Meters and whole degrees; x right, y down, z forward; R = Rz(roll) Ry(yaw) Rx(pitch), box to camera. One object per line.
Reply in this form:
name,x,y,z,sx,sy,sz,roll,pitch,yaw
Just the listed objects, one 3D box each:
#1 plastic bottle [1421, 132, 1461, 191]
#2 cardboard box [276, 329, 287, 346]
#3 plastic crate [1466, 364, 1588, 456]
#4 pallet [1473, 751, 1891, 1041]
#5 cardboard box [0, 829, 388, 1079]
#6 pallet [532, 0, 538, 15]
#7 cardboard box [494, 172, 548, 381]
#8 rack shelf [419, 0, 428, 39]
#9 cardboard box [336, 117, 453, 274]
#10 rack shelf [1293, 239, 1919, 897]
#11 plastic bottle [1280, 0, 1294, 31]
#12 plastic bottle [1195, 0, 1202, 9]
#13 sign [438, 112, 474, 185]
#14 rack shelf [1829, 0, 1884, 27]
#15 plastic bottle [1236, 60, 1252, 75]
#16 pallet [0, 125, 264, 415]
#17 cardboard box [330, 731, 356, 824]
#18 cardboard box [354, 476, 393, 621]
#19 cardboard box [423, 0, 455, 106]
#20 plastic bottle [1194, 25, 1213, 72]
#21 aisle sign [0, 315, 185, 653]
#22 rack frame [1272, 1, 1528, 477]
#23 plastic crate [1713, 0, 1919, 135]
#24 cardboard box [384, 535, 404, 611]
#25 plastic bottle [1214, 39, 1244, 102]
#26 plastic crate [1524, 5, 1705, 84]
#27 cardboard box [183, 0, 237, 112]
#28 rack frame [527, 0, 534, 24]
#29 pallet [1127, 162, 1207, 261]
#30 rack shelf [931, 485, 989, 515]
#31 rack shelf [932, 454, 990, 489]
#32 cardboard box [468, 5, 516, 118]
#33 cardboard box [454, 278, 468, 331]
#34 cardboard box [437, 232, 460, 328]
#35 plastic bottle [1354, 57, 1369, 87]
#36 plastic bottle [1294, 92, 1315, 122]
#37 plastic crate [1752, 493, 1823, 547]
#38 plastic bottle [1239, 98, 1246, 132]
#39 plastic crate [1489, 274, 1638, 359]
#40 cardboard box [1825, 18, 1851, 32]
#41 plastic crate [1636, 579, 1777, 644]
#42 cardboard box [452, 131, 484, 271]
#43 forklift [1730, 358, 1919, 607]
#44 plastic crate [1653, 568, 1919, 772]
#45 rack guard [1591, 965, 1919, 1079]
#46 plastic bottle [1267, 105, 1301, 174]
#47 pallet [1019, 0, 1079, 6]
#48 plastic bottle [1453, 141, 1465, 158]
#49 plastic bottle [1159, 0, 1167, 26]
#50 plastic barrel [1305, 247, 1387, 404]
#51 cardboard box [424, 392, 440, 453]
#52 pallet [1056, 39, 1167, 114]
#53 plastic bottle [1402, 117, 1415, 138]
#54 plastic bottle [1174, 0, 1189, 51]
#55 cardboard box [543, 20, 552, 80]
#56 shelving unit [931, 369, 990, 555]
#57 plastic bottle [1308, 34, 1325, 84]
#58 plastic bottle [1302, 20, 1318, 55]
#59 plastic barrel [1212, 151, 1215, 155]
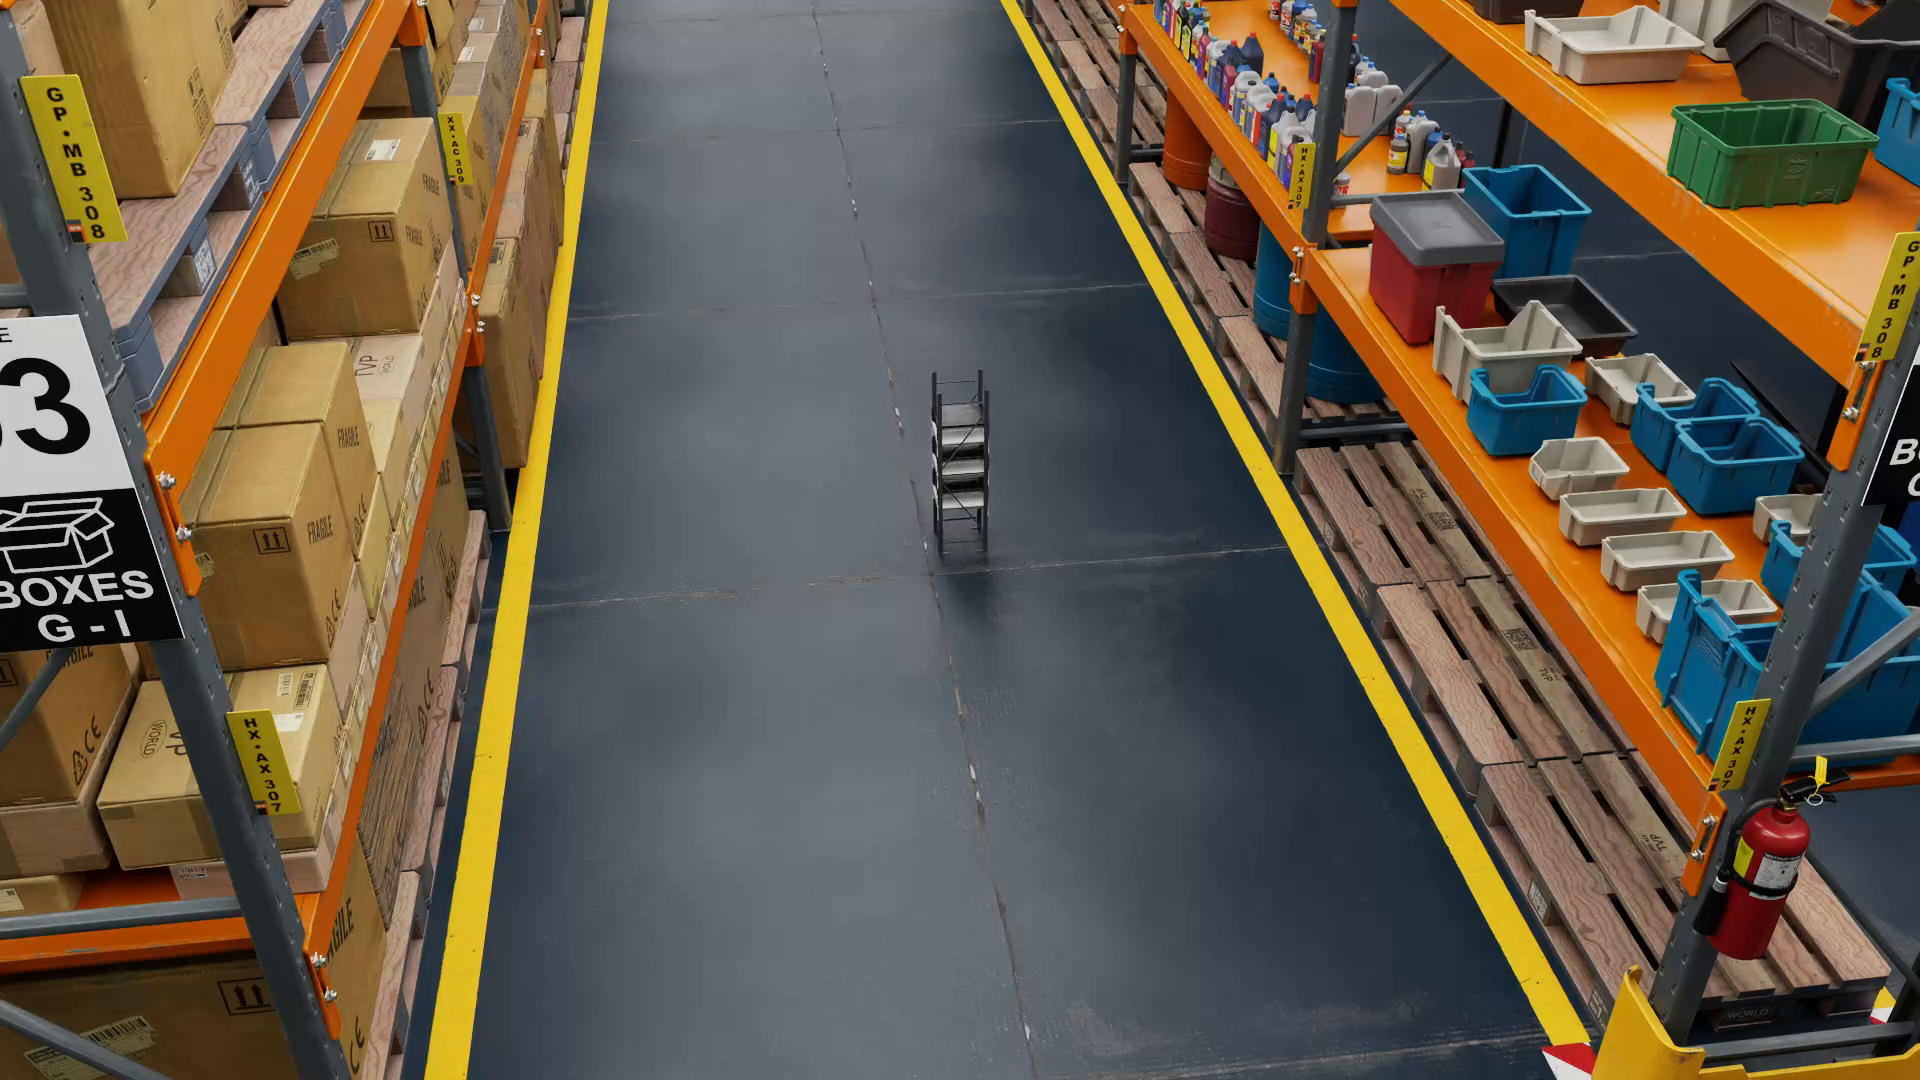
plastic bottle,2.429,-1.868,8.371,0.144,0.351,0.185,-4,35,-6
cardboard box,-2.881,-0.771,6.587,0.500,0.250,0.500,-5,35,-7
plastic crate,2.169,-0.495,6.408,0.416,0.233,0.300,-4,35,-6
pallet,2.627,1.276,6.190,1.003,0.211,1.213,-4,35,-6
cardboard box,-2.374,1.316,5.170,0.875,0.875,0.875,-4,35,-6
pallet,-3.486,-3.812,11.351,1.213,0.211,1.003,-4,35,-6
cardboard box,-2.974,-1.420,9.183,1.225,0.875,0.875,-6,35,-8
rack shelf,-3.016,-3.328,8.445,1.077,0.370,4.000,-4,35,-6
cardboard box,-2.420,-1.404,6.850,0.500,0.500,0.500,-3,34,-5
rack shelf,2.430,-0.232,6.565,1.077,0.370,4.000,-4,35,-6
plastic bottle,2.129,-3.407,10.762,0.097,0.201,0.097,0,34,0
plastic bottle,1.512,-3.571,10.937,0.152,0.276,0.135,-4,35,-6
sign,-2.197,-1.703,7.247,0.100,0.325,0.005,-4,35,-6
rack shelf,6.801,-2.837,10.388,1.077,0.370,4.000,-4,35,-6
plastic bottle,1.621,-2.619,9.543,0.097,0.271,0.097,0,34,0
pallet,-2.319,-0.654,3.961,1.003,0.211,1.213,-4,35,-6
cardboard box,-1.966,0.700,4.782,0.380,0.149,0.250,-5,35,-7
cardboard box,-2.146,0.043,5.393,0.500,0.250,0.500,-5,35,-8
cardboard box,-2.922,-2.465,8.224,0.797,0.503,0.637,-4,34,-6
plastic bottle,1.474,-2.975,10.067,0.097,0.271,0.097,0,34,0
aisle sign,-1.902,-0.095,3.417,0.394,0.787,0.004,-4,35,-6
rack frame,2.161,-1.645,8.000,1.000,3.000,0.127,-4,35,-6
plastic crate,2.766,-1.500,5.179,0.504,0.338,0.767,-4,35,-6
cardboard box,-2.105,0.126,5.625,0.380,0.149,0.250,-5,35,-7
plastic bottle,1.565,-2.727,9.632,0.144,0.351,0.185,-4,35,-6
plastic crate,2.175,-1.678,5.619,0.437,0.136,0.530,-4,35,-6
cardboard box,-2.406,-1.428,4.467,0.700,0.500,0.500,-7,35,-10
rack frame,-3.285,-3.502,10.725,1.000,3.000,0.127,-4,35,-6
pallet,1.770,-2.288,11.420,1.003,0.211,1.213,-4,35,-6
rack shelf,0.001,-0.191,8.110,0.258,0.077,0.200,-4,35,-6
rack shelf,0.001,-0.340,8.009,0.258,0.077,0.200,-4,35,-6
cardboard box,-2.839,-2.718,9.487,0.500,0.500,0.500,-5,35,-8
cardboard box,-2.381,-1.021,7.307,0.380,0.149,0.250,-4,34,-6
cardboard box,-2.427,-1.104,7.076,0.500,0.250,0.500,-5,35,-7
plastic bottle,2.319,-2.646,9.584,0.097,0.271,0.097,0,34,0
plastic bottle,1.831,-2.227,8.898,0.144,0.351,0.185,-4,35,-6
plastic crate,2.940,-0.055,5.848,0.250,0.136,0.298,-4,35,-6
plastic bottle,1.610,-2.381,9.257,0.097,0.201,0.097,0,34,0
plastic crate,2.578,-0.952,7.174,0.437,0.125,0.590,-4,35,-6
cardboard box,6.753,-3.834,12.783,0.500,0.311,0.500,-3,34,-5
plastic crate,2.410,0.230,5.430,0.396,0.136,0.243,-4,35,-6
cardboard box,-2.561,-1.587,7.826,0.500,0.500,0.500,-4,35,-6
forklift,4.779,-1.214,7.428,1.130,2.935,3.031,-2,34,-4
plastic crate,2.469,0.375,4.951,0.616,0.435,0.499,-4,35,-6
rack guard,2.715,1.633,5.411,1.175,0.500,0.348,-4,35,-6
plastic bottle,1.713,-2.113,8.730,0.144,0.351,0.185,-4,35,-6
pallet,1.036,-5.335,15.891,1.003,0.211,1.213,-4,35,-6
plastic bottle,2.517,-1.908,8.490,0.061,0.283,0.133,-4,35,-6
plastic bottle,1.349,-3.491,10.824,0.097,0.271,0.097,0,34,0
plastic barrel,2.105,-1.256,8.920,0.600,0.901,0.708,-4,35,-6
cardboard box,-2.242,-0.446,6.465,0.380,0.149,0.250,-4,34,-5
pallet,1.397,-3.839,13.696,1.003,0.211,1.213,-4,35,-6
plastic bottle,2.426,-2.175,8.955,0.097,0.201,0.097,0,34,0
plastic bottle,1.396,-3.227,10.425,0.061,0.283,0.133,-4,35,-6
cardboard box,-3.640,-3.959,13.225,0.700,0.500,0.500,-7,35,-10
shelving unit,0.001,-0.367,7.990,0.258,0.900,0.210,-4,35,-6
plastic bottle,2.136,-2.884,9.921,0.061,0.283,0.133,-4,35,-6
plastic bottle,2.194,-3.135,10.364,0.097,0.201,0.097,0,34,0
plastic barrel,1.870,-2.443,11.007,0.421,0.512,0.421,0,34,0
